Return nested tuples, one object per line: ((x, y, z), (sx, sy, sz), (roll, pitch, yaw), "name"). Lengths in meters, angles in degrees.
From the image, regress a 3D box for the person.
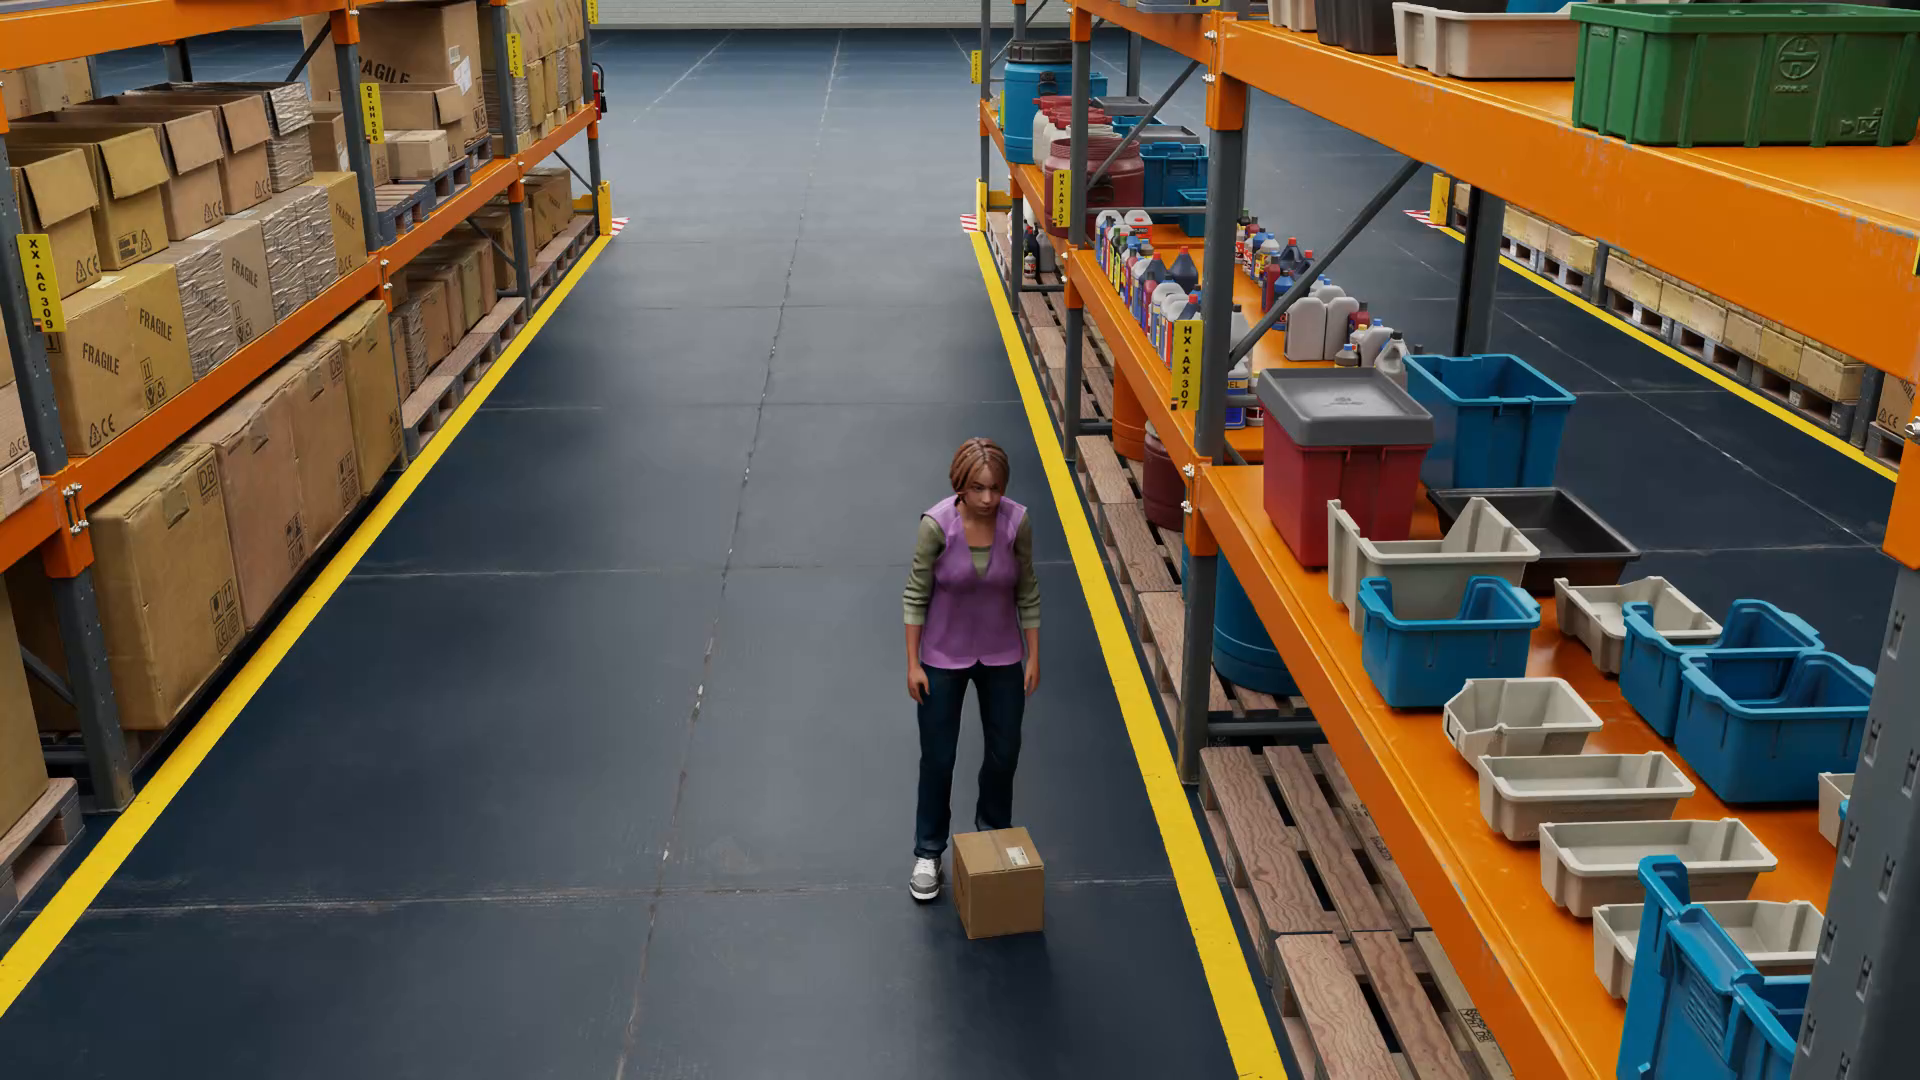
((0.042, 0.413, 5.501), (0.463, 1.593, 0.343), (-4, 21, -10), "person")
